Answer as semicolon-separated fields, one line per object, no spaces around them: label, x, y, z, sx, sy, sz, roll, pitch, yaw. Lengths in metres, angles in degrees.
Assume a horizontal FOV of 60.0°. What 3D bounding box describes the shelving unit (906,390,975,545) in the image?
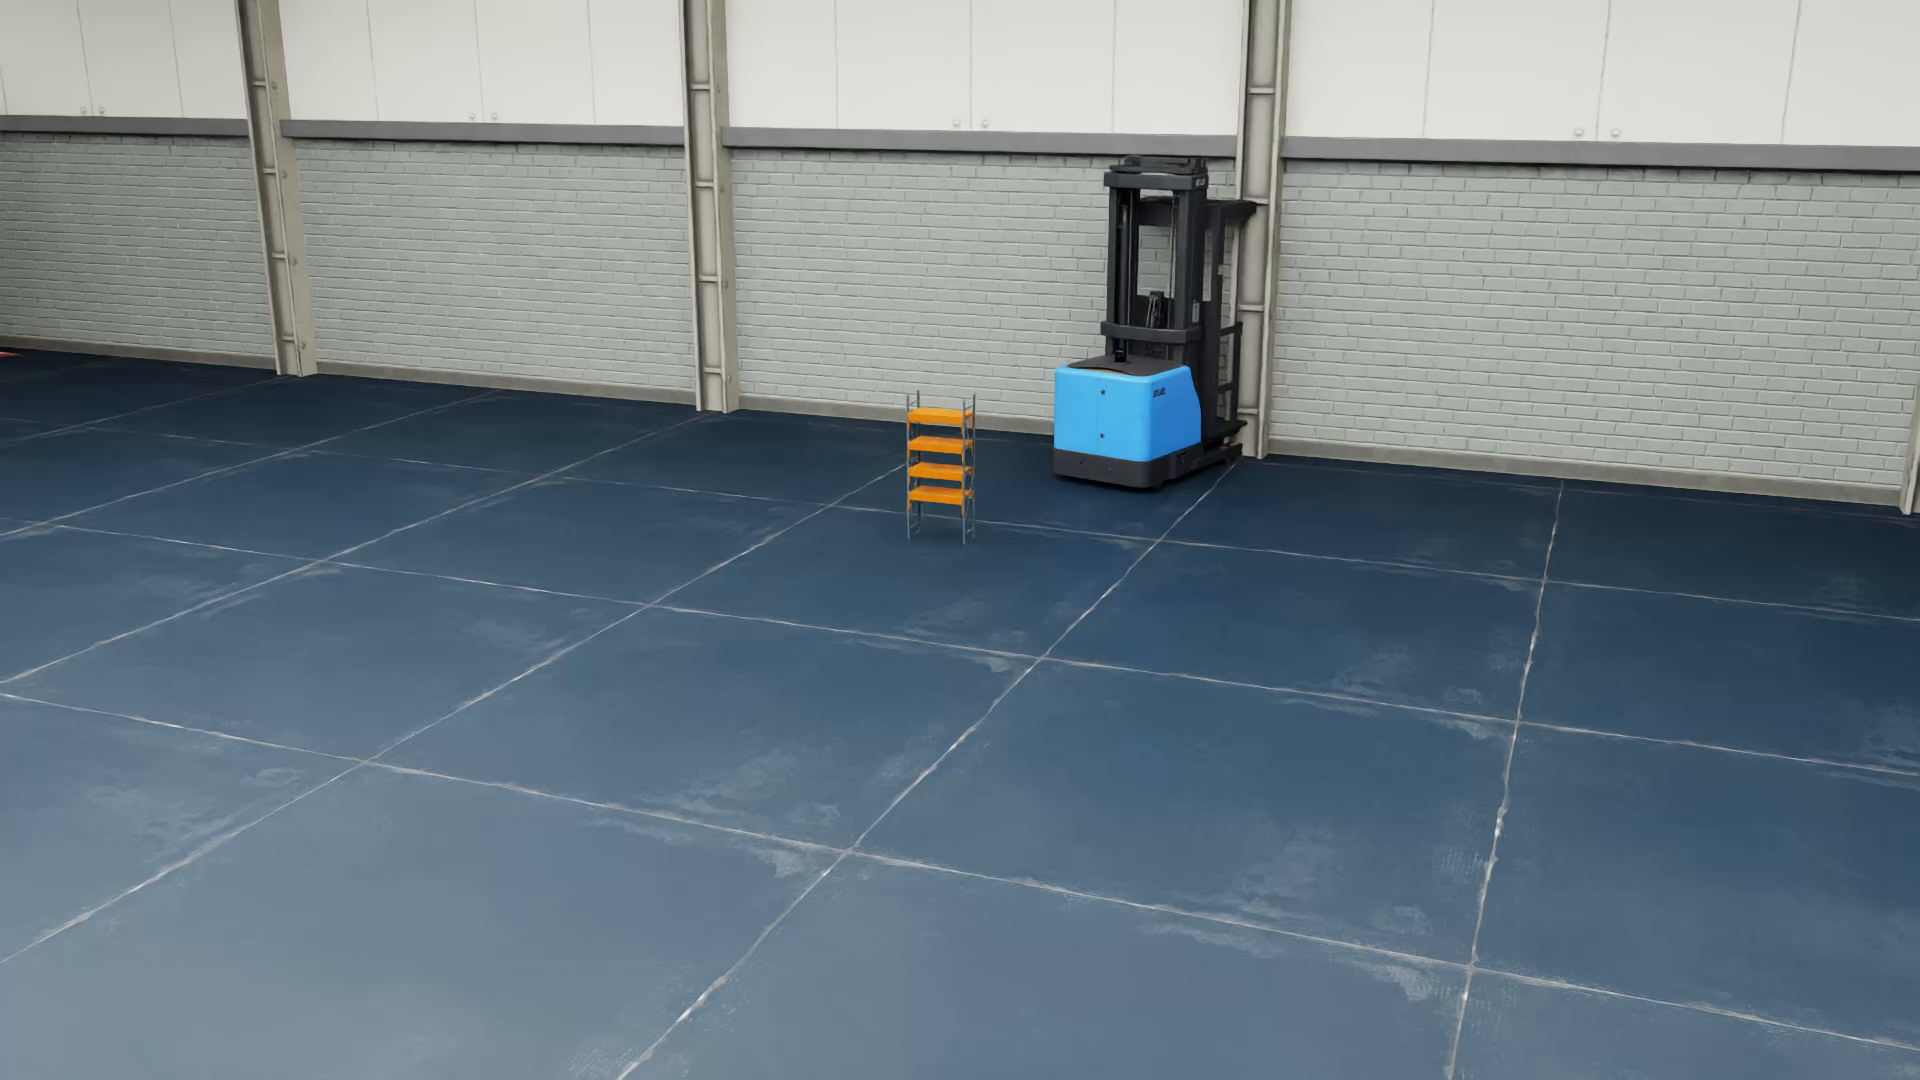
shelving unit;-0.154;-0.593;13.565;0.503;1.200;0.258;6;17;21

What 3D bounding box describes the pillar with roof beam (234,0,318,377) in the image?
pillar with roof beam;-9.886;-5.292;15.763;0.400;9.000;9.100;6;17;21

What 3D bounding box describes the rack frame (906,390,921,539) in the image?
rack frame;-0.381;-0.618;13.651;0.015;1.200;0.240;6;17;21

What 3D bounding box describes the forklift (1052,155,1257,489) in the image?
forklift;2.134;-2.226;16.085;1.130;2.935;3.031;11;20;34

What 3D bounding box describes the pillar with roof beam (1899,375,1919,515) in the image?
pillar with roof beam;6.859;-3.451;9.420;0.400;9.000;9.100;6;17;21

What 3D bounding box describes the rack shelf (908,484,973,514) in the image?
rack shelf;-0.154;-0.338;13.639;0.480;0.148;0.258;6;17;21

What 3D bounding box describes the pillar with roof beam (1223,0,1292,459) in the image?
pillar with roof beam;1.278;-4.065;11.534;0.400;9.000;9.100;6;17;21

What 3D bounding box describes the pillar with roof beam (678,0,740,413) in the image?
pillar with roof beam;-4.304;-4.679;13.649;0.400;9.000;9.100;6;17;21

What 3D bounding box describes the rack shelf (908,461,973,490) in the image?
rack shelf;-0.154;-0.529;13.583;0.480;0.148;0.258;6;17;21

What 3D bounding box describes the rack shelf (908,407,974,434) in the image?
rack shelf;-0.154;-0.971;13.455;0.480;0.148;0.258;6;17;21

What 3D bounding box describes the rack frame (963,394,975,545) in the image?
rack frame;0.073;-0.568;13.479;0.015;1.200;0.240;6;17;21

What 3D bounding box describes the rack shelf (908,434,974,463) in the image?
rack shelf;-0.154;-0.743;13.521;0.480;0.148;0.258;6;17;21
